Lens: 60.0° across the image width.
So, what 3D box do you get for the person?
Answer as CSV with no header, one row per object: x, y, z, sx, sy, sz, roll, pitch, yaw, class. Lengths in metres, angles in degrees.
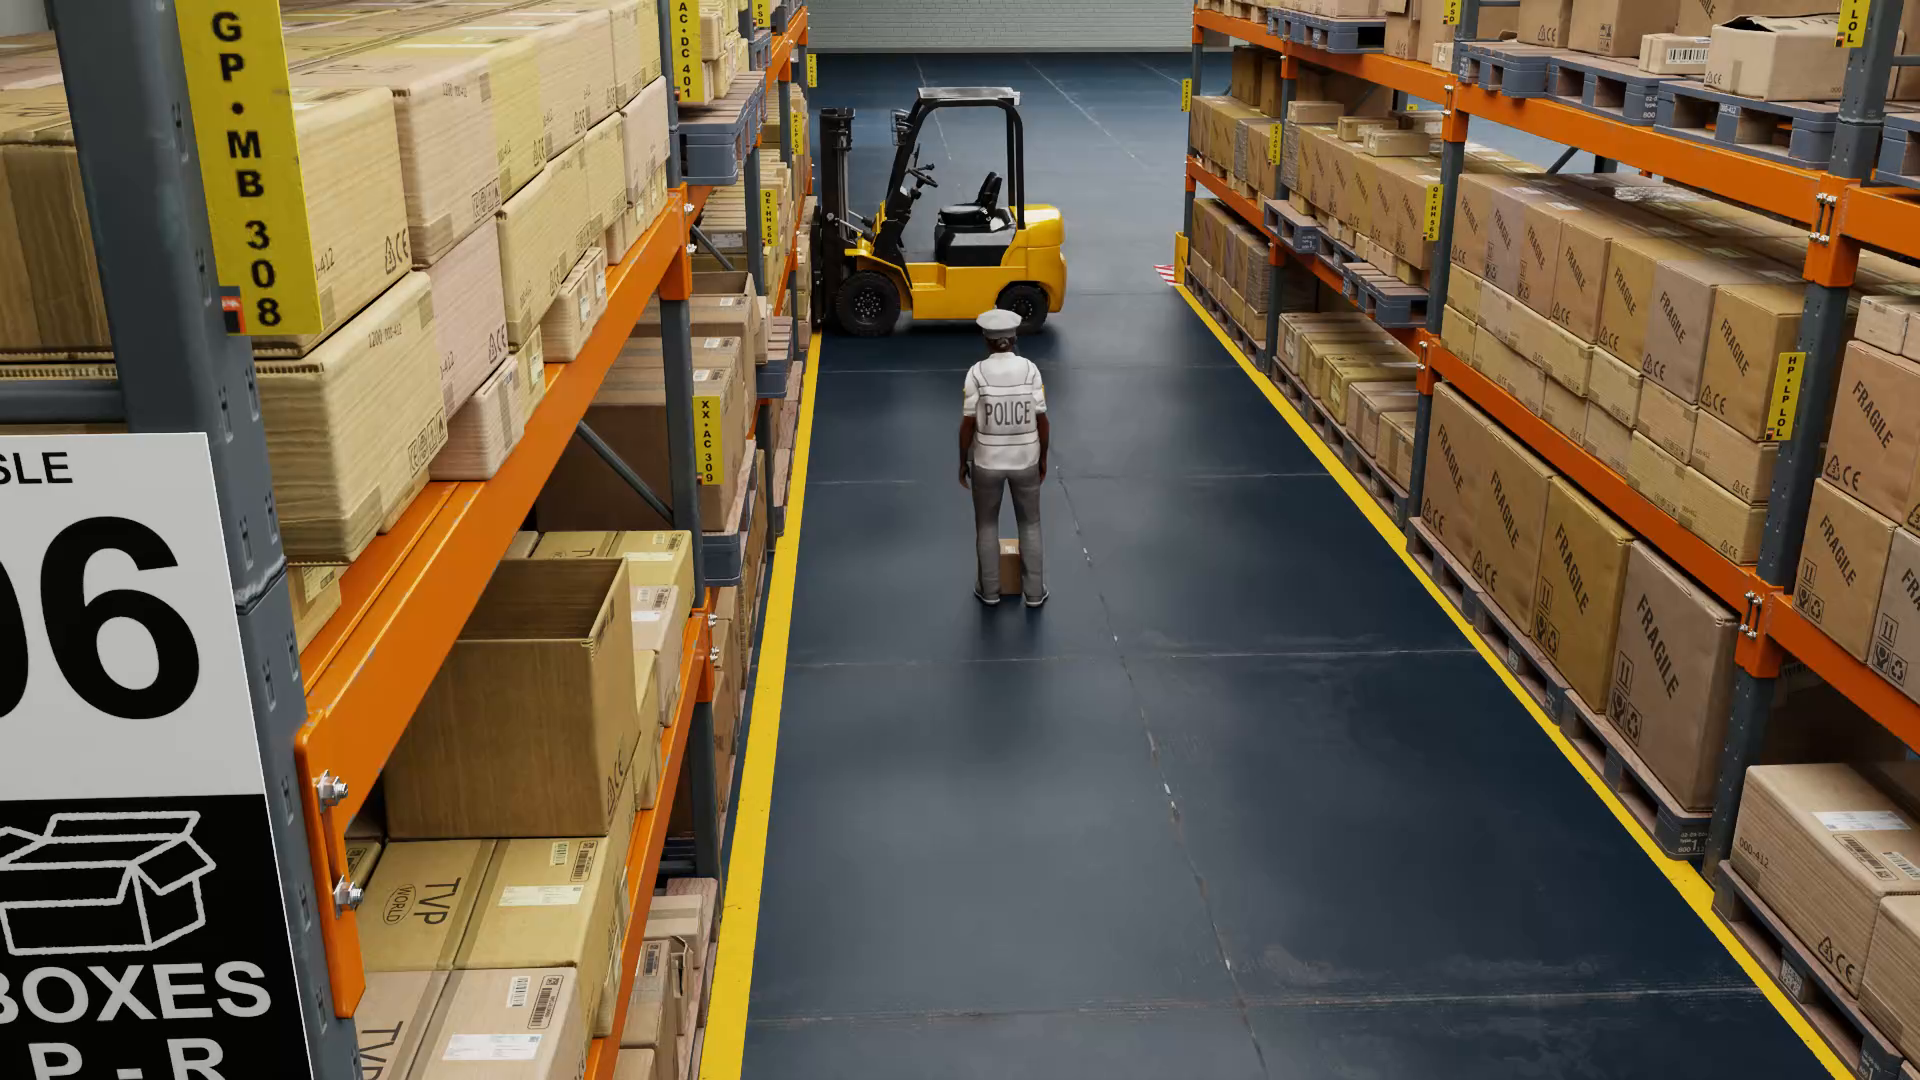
0.254,-0.431,9.224,0.532,1.664,0.422,-2,21,-6,person
